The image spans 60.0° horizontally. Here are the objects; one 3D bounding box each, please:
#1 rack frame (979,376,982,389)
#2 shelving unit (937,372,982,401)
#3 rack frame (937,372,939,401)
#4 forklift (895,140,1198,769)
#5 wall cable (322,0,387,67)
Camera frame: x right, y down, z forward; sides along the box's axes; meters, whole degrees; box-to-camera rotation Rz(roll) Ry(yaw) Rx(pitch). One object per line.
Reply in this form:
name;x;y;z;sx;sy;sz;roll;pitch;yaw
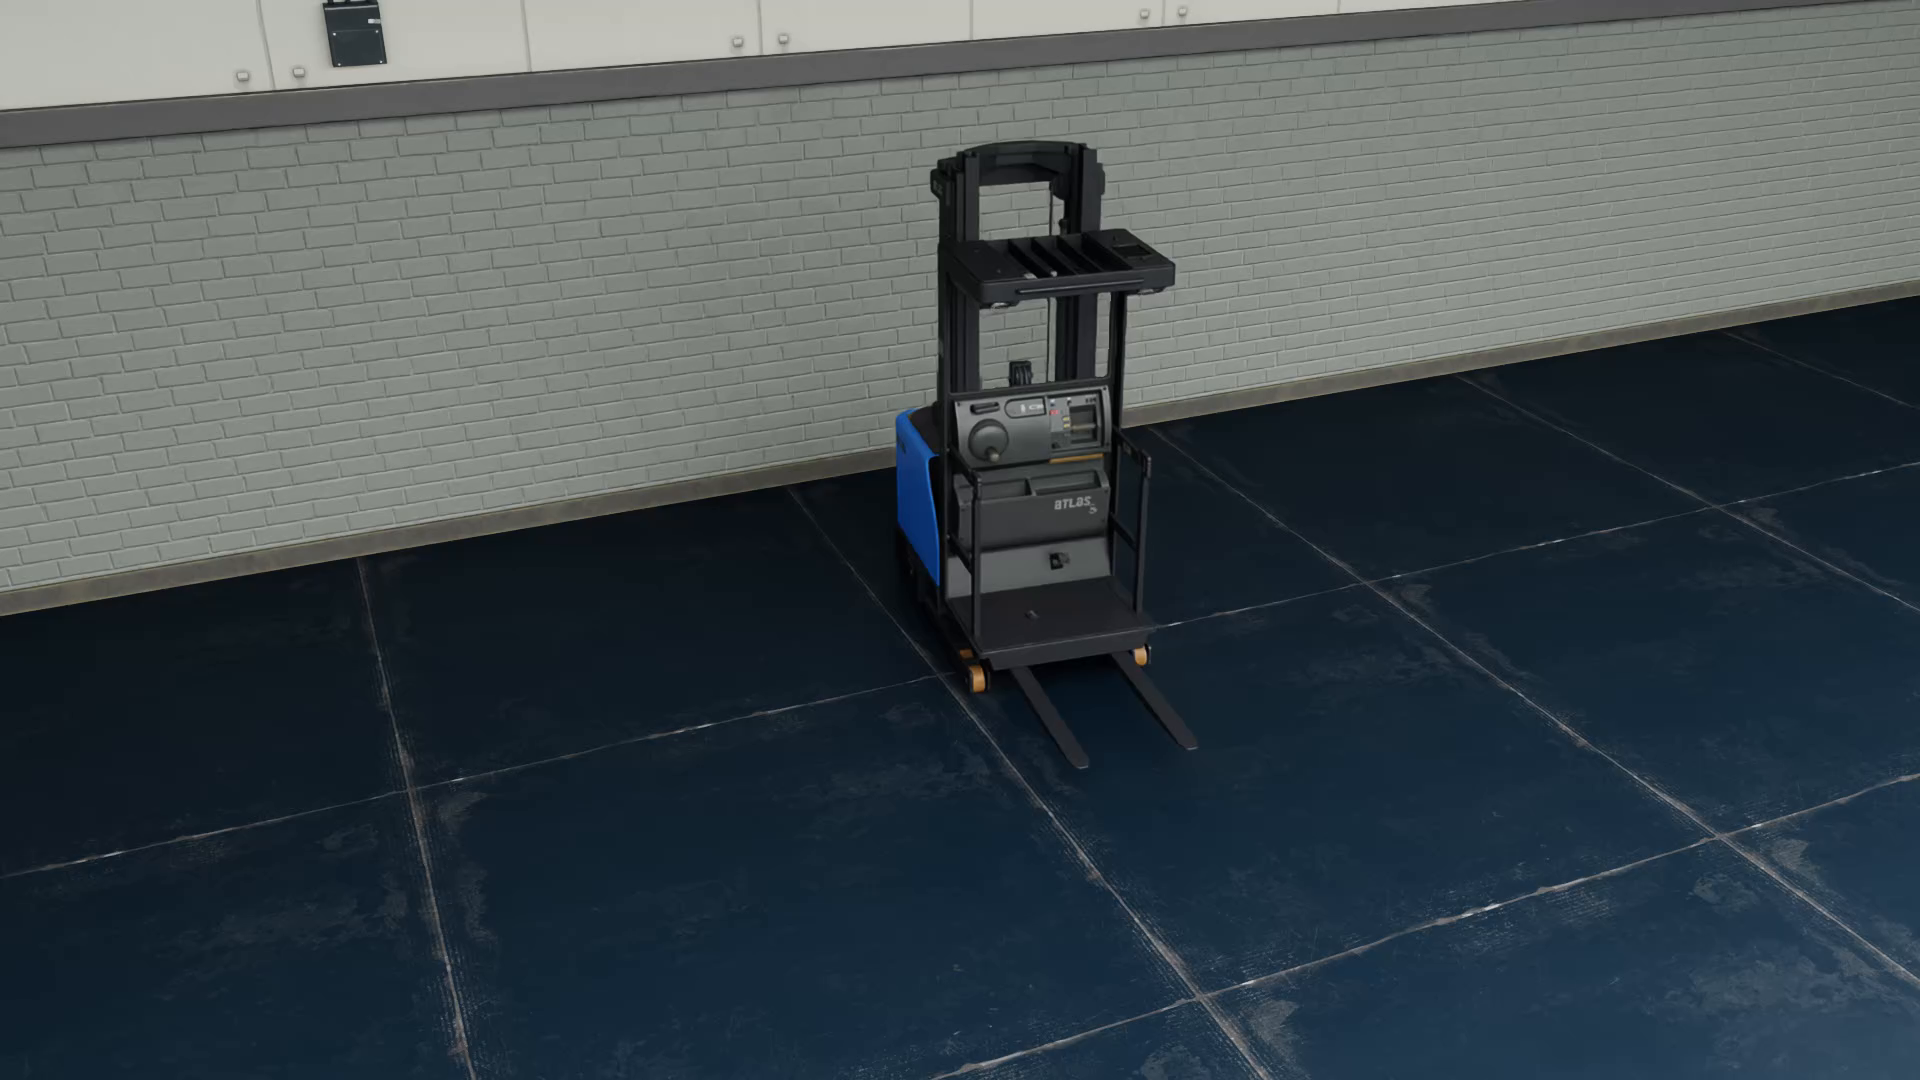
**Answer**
rack frame;0.030;-0.508;11.069;0.240;1.200;0.006;-11;28;-21
shelving unit;-0.006;-0.545;11.145;0.258;1.200;0.189;-11;28;-21
rack frame;-0.042;-0.582;11.220;0.240;1.200;0.006;-11;28;-21
forklift;0.485;-0.626;9.339;1.130;2.935;3.031;-8;27;-15
wall cable;-2.653;-5.701;8.941;2.305;6.003;0.169;-11;28;-21
